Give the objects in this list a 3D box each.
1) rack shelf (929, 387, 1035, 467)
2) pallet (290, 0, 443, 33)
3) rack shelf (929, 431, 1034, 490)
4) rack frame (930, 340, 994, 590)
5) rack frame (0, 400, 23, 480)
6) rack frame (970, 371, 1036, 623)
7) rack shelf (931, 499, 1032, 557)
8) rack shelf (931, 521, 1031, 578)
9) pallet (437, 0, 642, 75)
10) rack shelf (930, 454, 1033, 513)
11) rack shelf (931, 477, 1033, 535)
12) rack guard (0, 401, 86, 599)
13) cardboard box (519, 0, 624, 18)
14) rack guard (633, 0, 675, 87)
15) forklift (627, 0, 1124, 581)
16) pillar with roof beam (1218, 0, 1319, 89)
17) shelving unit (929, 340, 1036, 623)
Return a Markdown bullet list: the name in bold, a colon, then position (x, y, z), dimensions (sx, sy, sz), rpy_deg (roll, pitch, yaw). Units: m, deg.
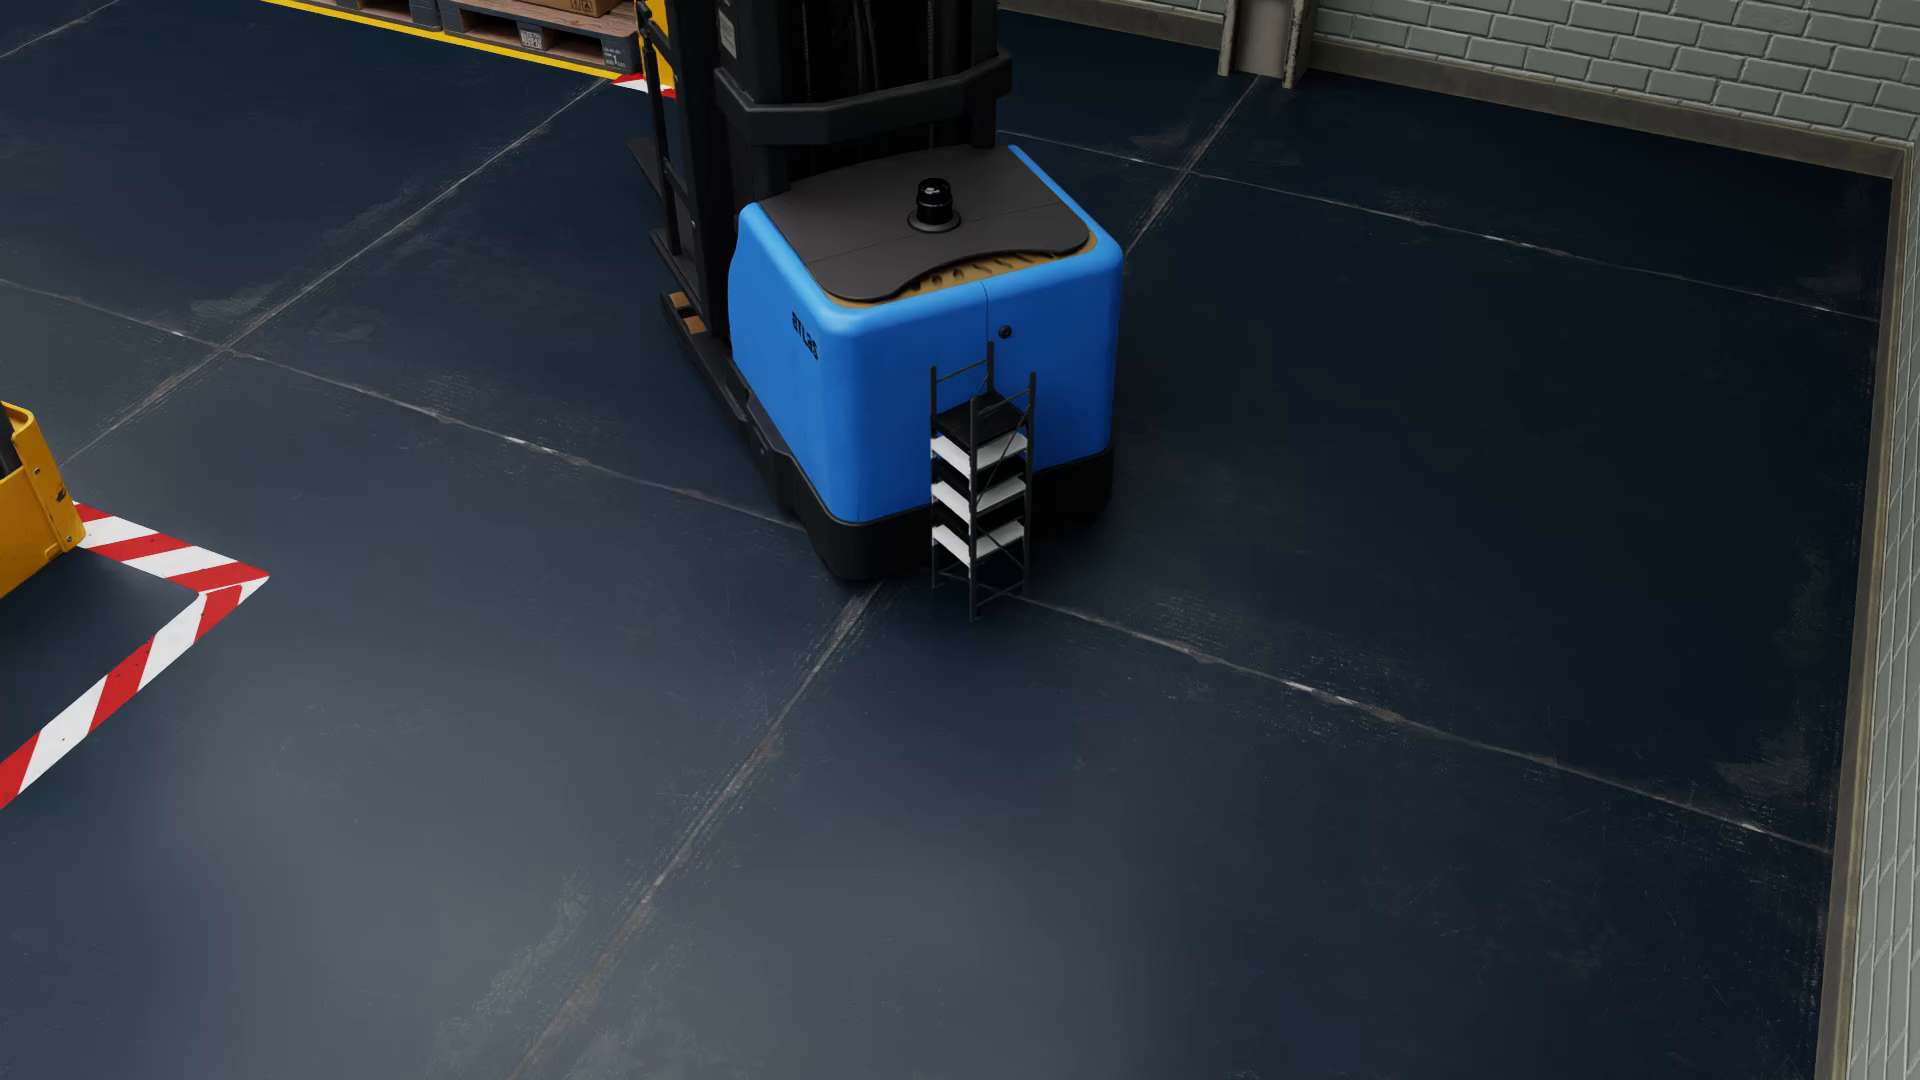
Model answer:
- **rack shelf**: position (0.068, -0.348, 5.103), dimensions (0.258, 0.077, 0.200), rpy_deg (-26, 47, -27)
- **pallet**: position (-3.113, -3.244, 9.332), dimensions (1.213, 0.211, 1.003), rpy_deg (17, 44, 19)
- **rack shelf**: position (0.068, -0.280, 5.162), dimensions (0.258, 0.077, 0.200), rpy_deg (-26, 47, -27)
- **rack frame**: position (0.006, -0.222, 5.320), dimensions (0.240, 0.900, 0.006), rpy_deg (-26, 47, -27)
- **rack frame**: position (-3.345, -0.843, 4.432), dimensions (0.127, 3.000, 1.000), rpy_deg (17, 44, 19)
- **rack frame**: position (0.129, -0.116, 5.197), dimensions (0.240, 0.900, 0.006), rpy_deg (-26, 47, -27)
- **rack shelf**: position (0.068, -0.076, 5.339), dimensions (0.258, 0.077, 0.200), rpy_deg (-26, 47, -27)
- **rack shelf**: position (0.068, -0.008, 5.398), dimensions (0.258, 0.077, 0.200), rpy_deg (-26, 47, -27)
- **pallet**: position (-2.011, -2.905, 8.941), dimensions (1.213, 0.211, 1.003), rpy_deg (17, 44, 19)
- **rack shelf**: position (0.068, -0.212, 5.221), dimensions (0.258, 0.077, 0.200), rpy_deg (-26, 47, -27)
- **rack shelf**: position (0.068, -0.144, 5.280), dimensions (0.258, 0.077, 0.200), rpy_deg (-26, 47, -27)
- **rack guard**: position (-3.413, 0.081, 5.275), dimensions (0.348, 0.500, 1.175), rpy_deg (17, 44, 19)
- **cardboard box**: position (-1.930, -3.133, 8.662), dimensions (0.500, 0.500, 0.700), rpy_deg (17, 44, 19)
- **rack guard**: position (-1.232, -2.833, 8.637), dimensions (0.348, 0.500, 1.175), rpy_deg (17, 44, 19)
- **forklift**: position (-0.552, -1.939, 5.749), dimensions (1.130, 2.935, 3.031), rpy_deg (-17, 44, -19)
- **pillar with roof beam**: position (-0.261, -3.262, 2.642), dimensions (0.400, 9.000, 9.100), rpy_deg (17, 44, 19)
- **shelving unit**: position (0.068, -0.169, 5.258), dimensions (0.258, 0.900, 0.210), rpy_deg (-26, 47, -27)
